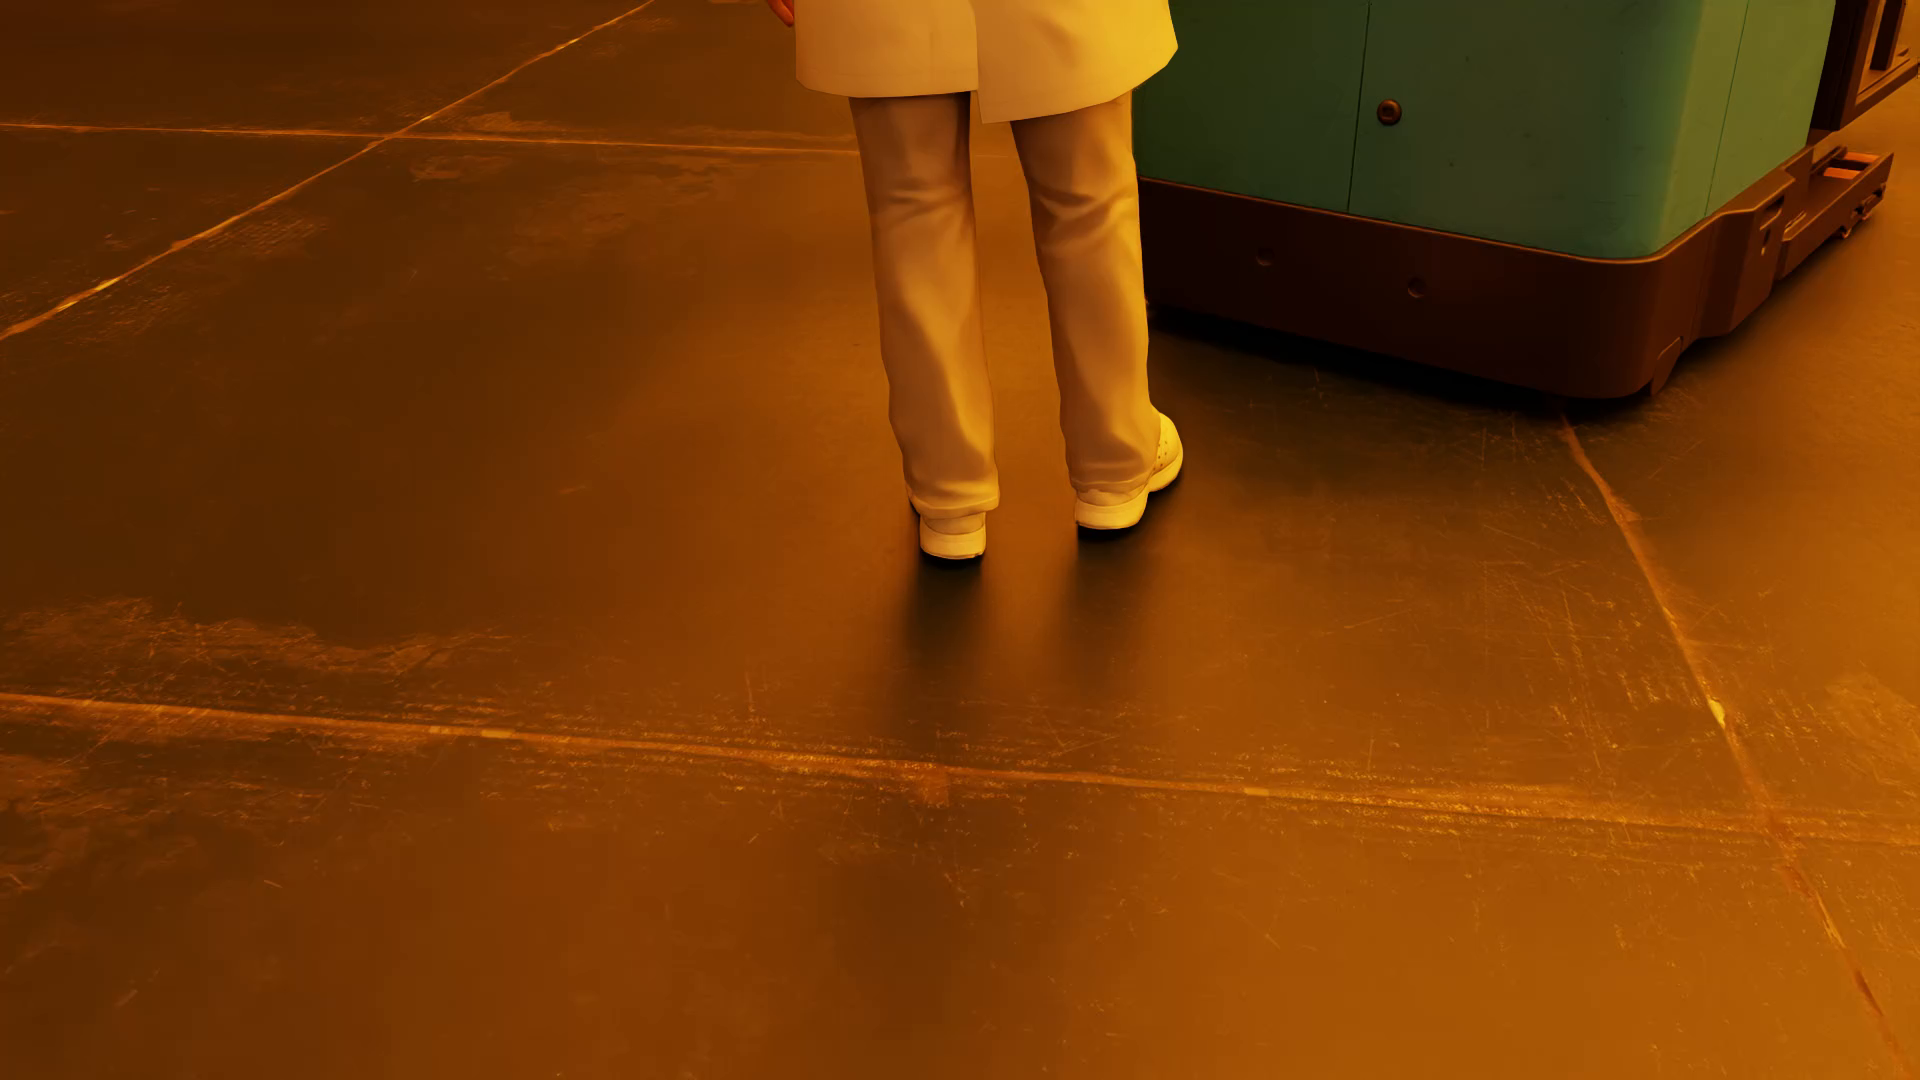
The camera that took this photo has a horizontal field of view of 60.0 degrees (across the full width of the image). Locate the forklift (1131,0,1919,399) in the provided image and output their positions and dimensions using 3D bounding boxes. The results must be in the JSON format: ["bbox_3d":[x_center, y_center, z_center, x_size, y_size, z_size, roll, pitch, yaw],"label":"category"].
[{"bbox_3d":[1.617,-2.142,3.511,1.130,2.935,3.031,19,32,33],"label":"forklift"}]

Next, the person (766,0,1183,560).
[{"bbox_3d":[0.016,-0.843,2.181,0.698,1.778,0.578,3,27,7],"label":"person"}]
